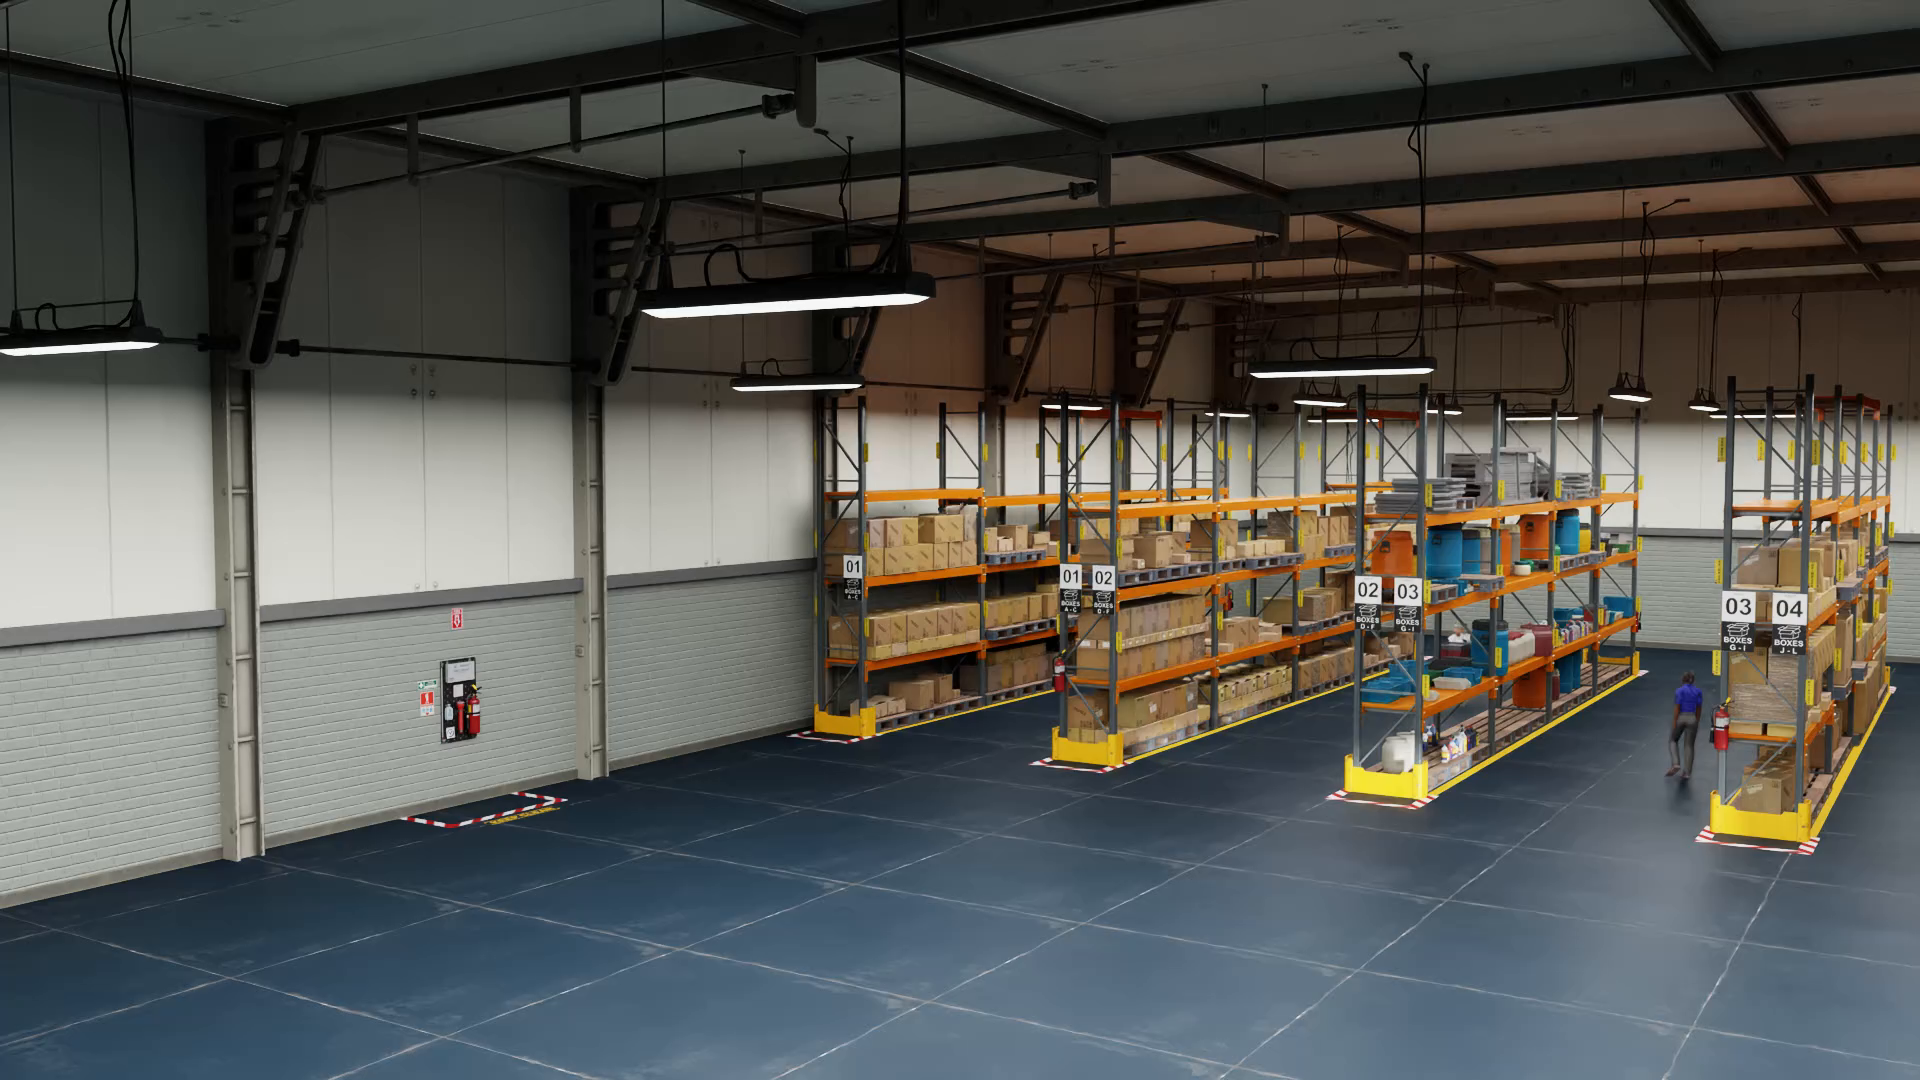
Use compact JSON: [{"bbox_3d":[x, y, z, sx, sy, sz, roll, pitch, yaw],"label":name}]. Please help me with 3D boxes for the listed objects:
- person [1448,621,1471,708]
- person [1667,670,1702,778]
[{"bbox_3d":[9.916,2.443,32.886,0.619,1.704,0.939,2,4,31],"label":"person"},{"bbox_3d":[11.123,2.820,25.518,0.492,1.646,0.458,1,3,15],"label":"person"}]
